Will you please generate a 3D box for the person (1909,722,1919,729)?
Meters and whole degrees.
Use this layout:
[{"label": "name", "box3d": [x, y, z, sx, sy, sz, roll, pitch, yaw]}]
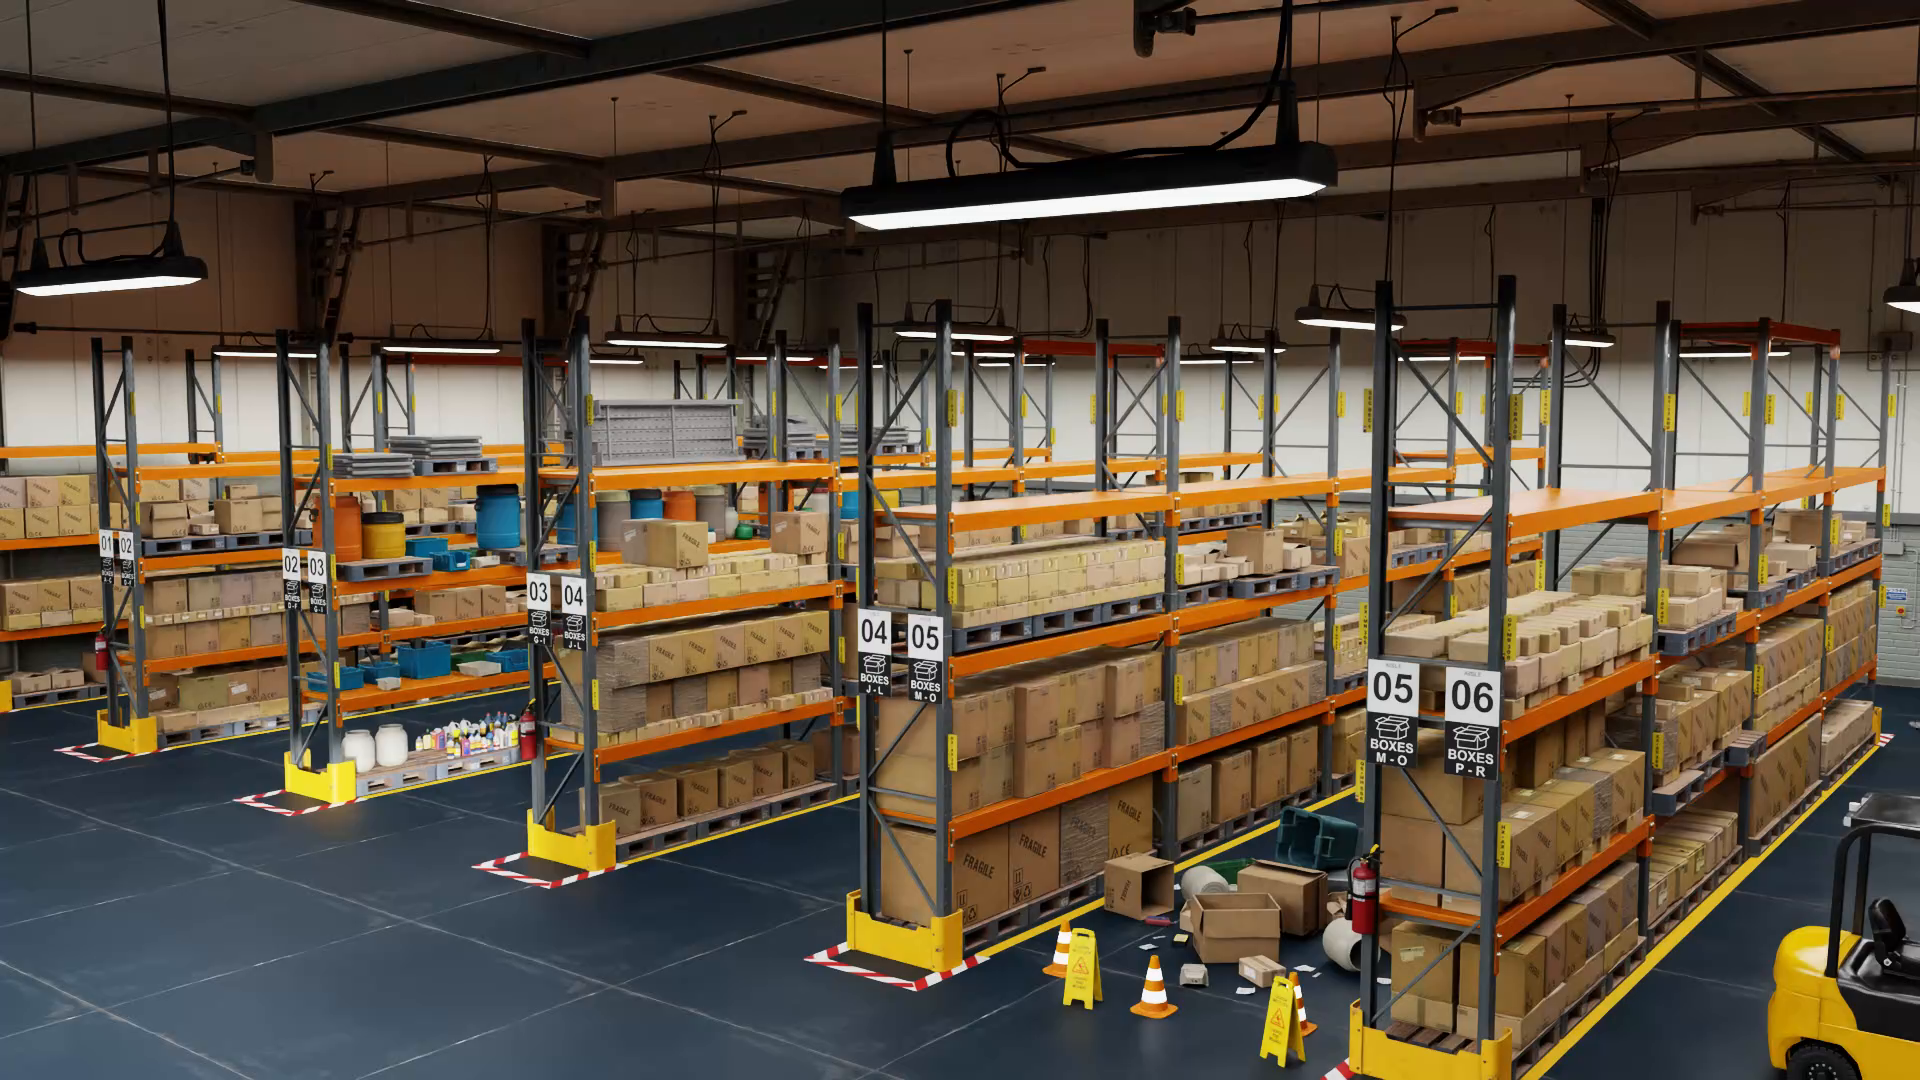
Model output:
[{"label": "person", "box3d": [15.178, 2.092, 25.351, 1.144, 1.722, 0.549, 4, 6, 37]}]
